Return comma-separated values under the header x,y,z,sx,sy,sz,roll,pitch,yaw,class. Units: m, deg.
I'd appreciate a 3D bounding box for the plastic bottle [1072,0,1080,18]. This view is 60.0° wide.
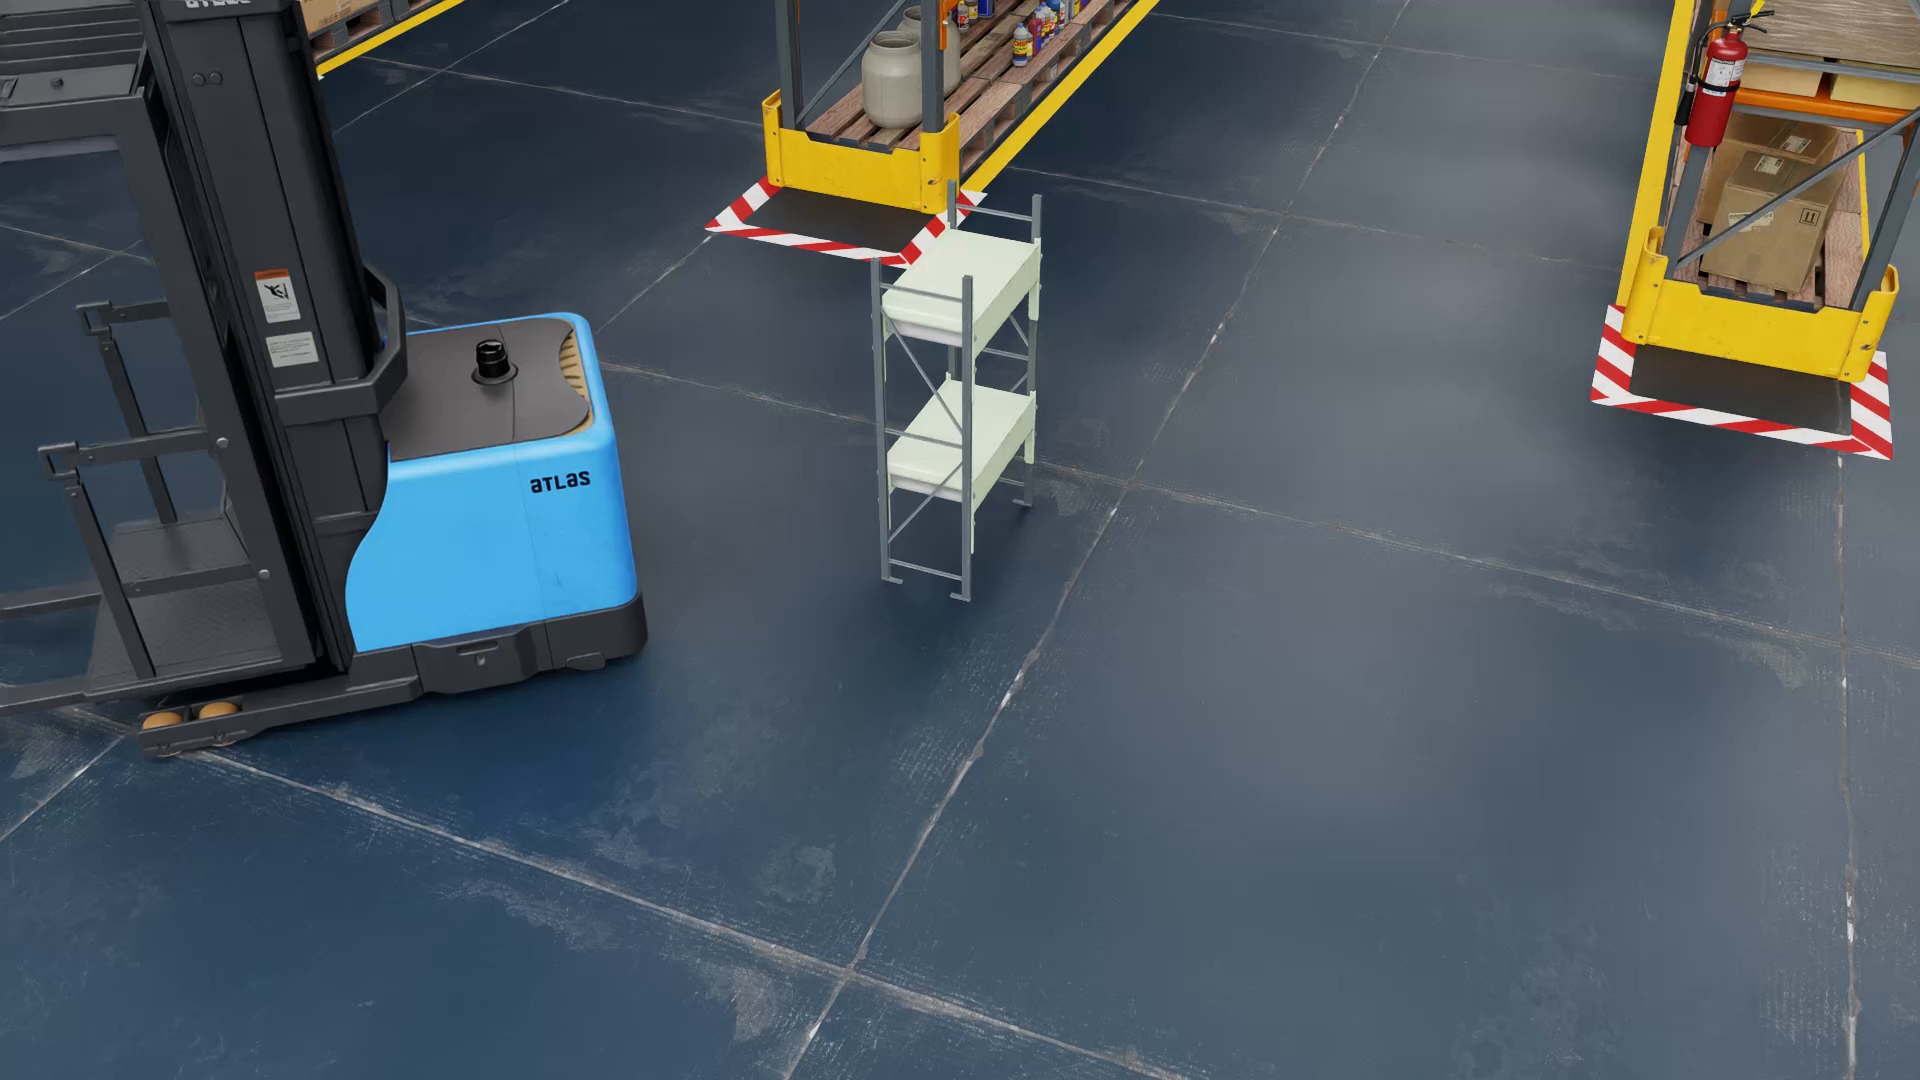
x,y,z,sx,sy,sz,roll,pitch,yaw,class
0.771,-3.912,11.823,0.144,0.351,0.185,14,39,17,plastic bottle

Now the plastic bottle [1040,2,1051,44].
x,y,z,sx,sy,sz,roll,pitch,yaw,class
0.570,-3.550,11.406,0.097,0.271,0.097,0,37,0,plastic bottle

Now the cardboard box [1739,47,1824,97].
x,y,z,sx,sy,sz,roll,pitch,yaw,class
3.922,-2.265,7.985,0.380,0.149,0.250,14,39,18,cardboard box

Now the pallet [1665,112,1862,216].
x,y,z,sx,sy,sz,roll,pitch,yaw,class
4.841,-2.201,10.018,1.003,0.211,1.213,14,39,18,pallet

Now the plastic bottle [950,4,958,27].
x,y,z,sx,sy,sz,roll,pitch,yaw,class
-0.063,-3.603,11.467,0.061,0.283,0.133,14,39,18,plastic bottle

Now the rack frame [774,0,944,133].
x,y,z,sx,sy,sz,roll,pitch,yaw,class
-0.576,-3.289,9.145,1.000,3.000,0.127,14,39,18,rack frame

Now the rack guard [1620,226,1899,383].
x,y,z,sx,sy,sz,roll,pitch,yaw,class
4.033,-1.202,8.440,1.175,0.500,0.348,14,39,18,rack guard

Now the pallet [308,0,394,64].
x,y,z,sx,sy,sz,roll,pitch,yaw,class
-4.903,-3.735,12.071,1.003,0.211,1.213,14,39,18,pallet

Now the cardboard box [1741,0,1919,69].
x,y,z,sx,sy,sz,roll,pitch,yaw,class
4.239,-2.618,7.915,0.875,0.500,0.500,14,39,18,cardboard box

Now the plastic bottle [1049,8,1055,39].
x,y,z,sx,sy,sz,roll,pitch,yaw,class
0.608,-3.577,11.500,0.097,0.201,0.097,0,37,0,plastic bottle

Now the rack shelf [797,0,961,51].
x,y,z,sx,sy,sz,roll,pitch,yaw,class
0.185,-4.108,10.842,1.077,0.370,4.000,14,39,18,rack shelf

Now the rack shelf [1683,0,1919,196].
x,y,z,sx,sy,sz,roll,pitch,yaw,class
4.765,-2.980,9.332,1.077,0.370,4.000,14,39,18,rack shelf

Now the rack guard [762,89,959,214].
x,y,z,sx,sy,sz,roll,pitch,yaw,class
-0.591,-2.341,9.964,1.175,0.500,0.348,14,39,18,rack guard

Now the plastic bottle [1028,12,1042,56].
x,y,z,sx,sy,sz,roll,pitch,yaw,class
0.505,-3.431,11.236,0.061,0.283,0.133,14,39,18,plastic bottle

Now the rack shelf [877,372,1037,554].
x,y,z,sx,sy,sz,roll,pitch,yaw,class
-0.003,-0.336,6.991,0.431,0.370,0.720,14,39,18,rack shelf

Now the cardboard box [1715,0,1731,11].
x,y,z,sx,sy,sz,roll,pitch,yaw,class
4.318,-2.922,8.322,0.875,0.500,0.500,14,39,18,cardboard box

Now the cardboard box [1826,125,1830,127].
x,y,z,sx,sy,sz,roll,pitch,yaw,class
4.962,-2.649,10.026,0.500,0.500,0.500,11,38,14,cardboard box

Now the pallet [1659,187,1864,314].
x,y,z,sx,sy,sz,roll,pitch,yaw,class
4.375,-1.528,9.117,1.003,0.211,1.213,14,39,18,pallet

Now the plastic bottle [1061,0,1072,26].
x,y,z,sx,sy,sz,roll,pitch,yaw,class
0.706,-3.792,11.726,0.152,0.276,0.135,15,39,19,plastic bottle

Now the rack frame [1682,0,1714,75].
x,y,z,sx,sy,sz,roll,pitch,yaw,class
5.526,-4.375,10.598,1.000,3.000,0.127,14,39,18,rack frame

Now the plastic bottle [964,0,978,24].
x,y,z,sx,sy,sz,roll,pitch,yaw,class
0.079,-3.760,11.745,0.097,0.201,0.097,0,37,0,plastic bottle

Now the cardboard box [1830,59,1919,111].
x,y,z,sx,sy,sz,roll,pitch,yaw,class
4.333,-2.164,7.849,0.380,0.149,0.250,14,39,18,cardboard box

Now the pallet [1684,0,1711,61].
x,y,z,sx,sy,sz,roll,pitch,yaw,class
5.821,-3.690,12.010,1.003,0.211,1.213,14,39,18,pallet

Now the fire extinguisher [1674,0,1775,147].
x,y,z,sx,sy,sz,roll,pitch,yaw,class
3.534,-2.171,7.714,0.296,0.674,0.183,14,39,18,fire extinguisher

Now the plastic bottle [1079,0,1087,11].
x,y,z,sx,sy,sz,roll,pitch,yaw,class
0.871,-3.964,11.949,0.061,0.283,0.133,16,40,21,plastic bottle

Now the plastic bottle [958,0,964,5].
x,y,z,sx,sy,sz,roll,pitch,yaw,class
-0.050,-3.824,11.705,0.144,0.351,0.185,15,39,20,plastic bottle

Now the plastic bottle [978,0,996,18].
x,y,z,sx,sy,sz,roll,pitch,yaw,class
0.168,-3.877,11.839,0.152,0.276,0.135,14,39,18,plastic bottle

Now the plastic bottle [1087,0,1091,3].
x,y,z,sx,sy,sz,roll,pitch,yaw,class
0.894,-4.090,12.062,0.144,0.351,0.185,12,38,15,plastic bottle

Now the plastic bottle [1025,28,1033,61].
x,y,z,sx,sy,sz,roll,pitch,yaw,class
0.441,-3.334,11.176,0.097,0.201,0.097,0,37,0,plastic bottle

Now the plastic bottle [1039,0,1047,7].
x,y,z,sx,sy,sz,roll,pitch,yaw,class
0.607,-3.819,11.756,0.061,0.283,0.133,14,39,18,plastic bottle

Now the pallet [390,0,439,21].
x,y,z,sx,sy,sz,roll,pitch,yaw,class
-4.438,-4.409,12.972,1.003,0.211,1.213,14,39,18,pallet

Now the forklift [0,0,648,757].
x,y,z,sx,sy,sz,roll,pitch,yaw,class
-2.815,-0.724,5.770,3.031,2.935,1.130,-10,38,-13,forklift

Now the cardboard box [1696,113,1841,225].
x,y,z,sx,sy,sz,roll,pitch,yaw,class
4.453,-2.008,9.169,0.500,0.500,0.500,25,43,29,cardboard box

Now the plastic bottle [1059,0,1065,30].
x,y,z,sx,sy,sz,roll,pitch,yaw,class
0.686,-3.691,11.652,0.097,0.201,0.097,0,37,0,plastic bottle

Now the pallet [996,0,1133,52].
x,y,z,sx,sy,sz,roll,pitch,yaw,class
0.652,-4.024,12.458,1.003,0.211,1.213,14,39,18,pallet

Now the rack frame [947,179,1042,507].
x,y,z,sx,sy,sz,roll,pitch,yaw,class
0.137,-0.800,7.067,0.400,1.500,0.023,14,39,18,rack frame

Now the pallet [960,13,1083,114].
x,y,z,sx,sy,sz,roll,pitch,yaw,class
0.189,-3.347,11.551,1.003,0.211,1.213,14,39,18,pallet

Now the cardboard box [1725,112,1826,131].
x,y,z,sx,sy,sz,roll,pitch,yaw,class
4.709,-2.351,9.627,0.500,0.500,0.500,18,40,22,cardboard box

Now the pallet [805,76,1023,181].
x,y,z,sx,sy,sz,roll,pitch,yaw,class
-0.277,-2.673,10.650,1.003,0.211,1.213,14,39,18,pallet

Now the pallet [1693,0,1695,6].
x,y,z,sx,sy,sz,roll,pitch,yaw,class
6.284,-4.368,12.917,1.003,0.211,1.213,14,39,18,pallet

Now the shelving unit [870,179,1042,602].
x,y,z,sx,sy,sz,roll,pitch,yaw,class
-0.003,-0.597,6.796,0.431,1.500,0.755,14,39,18,shelving unit

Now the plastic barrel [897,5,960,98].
x,y,z,sx,sy,sz,roll,pitch,yaw,class
-0.206,-3.120,10.646,0.421,0.512,0.421,0,37,0,plastic barrel

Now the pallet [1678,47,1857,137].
x,y,z,sx,sy,sz,roll,pitch,yaw,class
5.303,-2.879,10.925,1.003,0.211,1.213,14,39,18,pallet

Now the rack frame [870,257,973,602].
x,y,z,sx,sy,sz,roll,pitch,yaw,class
-0.142,-0.394,6.525,0.400,1.500,0.023,14,39,18,rack frame

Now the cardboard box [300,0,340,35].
x,y,z,sx,sy,sz,roll,pitch,yaw,class
-4.746,-3.732,11.684,0.500,0.250,0.500,14,39,18,cardboard box

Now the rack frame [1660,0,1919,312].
x,y,z,sx,sy,sz,roll,pitch,yaw,class
4.004,-2.161,7.635,1.000,3.000,0.127,14,39,18,rack frame

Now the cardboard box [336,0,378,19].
x,y,z,sx,sy,sz,roll,pitch,yaw,class
-4.559,-4.010,12.056,0.500,0.250,0.500,14,39,18,cardboard box

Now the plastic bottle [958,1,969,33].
x,y,z,sx,sy,sz,roll,pitch,yaw,class
0.014,-3.653,11.602,0.097,0.201,0.097,0,37,0,plastic bottle

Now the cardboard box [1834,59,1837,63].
x,y,z,sx,sy,sz,roll,pitch,yaw,class
4.446,-2.298,8.028,0.380,0.149,0.250,14,39,18,cardboard box

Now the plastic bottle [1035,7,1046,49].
x,y,z,sx,sy,sz,roll,pitch,yaw,class
0.532,-3.495,11.332,0.097,0.271,0.097,0,37,0,plastic bottle

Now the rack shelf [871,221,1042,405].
x,y,z,sx,sy,sz,roll,pitch,yaw,class
-0.003,-0.910,6.562,0.431,0.370,0.720,14,39,18,rack shelf

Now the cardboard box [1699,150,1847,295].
x,y,z,sx,sy,sz,roll,pitch,yaw,class
4.257,-1.670,8.715,0.500,0.500,0.500,21,42,26,cardboard box

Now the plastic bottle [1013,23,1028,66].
x,y,z,sx,sy,sz,roll,pitch,yaw,class
0.402,-3.305,11.078,0.097,0.271,0.097,0,37,0,plastic bottle

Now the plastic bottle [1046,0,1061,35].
x,y,z,sx,sy,sz,roll,pitch,yaw,class
0.647,-3.663,11.556,0.097,0.271,0.097,0,37,0,plastic bottle

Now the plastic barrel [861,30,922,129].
x,y,z,sx,sy,sz,roll,pitch,yaw,class
-0.397,-2.842,10.275,0.421,0.512,0.421,0,37,0,plastic barrel
